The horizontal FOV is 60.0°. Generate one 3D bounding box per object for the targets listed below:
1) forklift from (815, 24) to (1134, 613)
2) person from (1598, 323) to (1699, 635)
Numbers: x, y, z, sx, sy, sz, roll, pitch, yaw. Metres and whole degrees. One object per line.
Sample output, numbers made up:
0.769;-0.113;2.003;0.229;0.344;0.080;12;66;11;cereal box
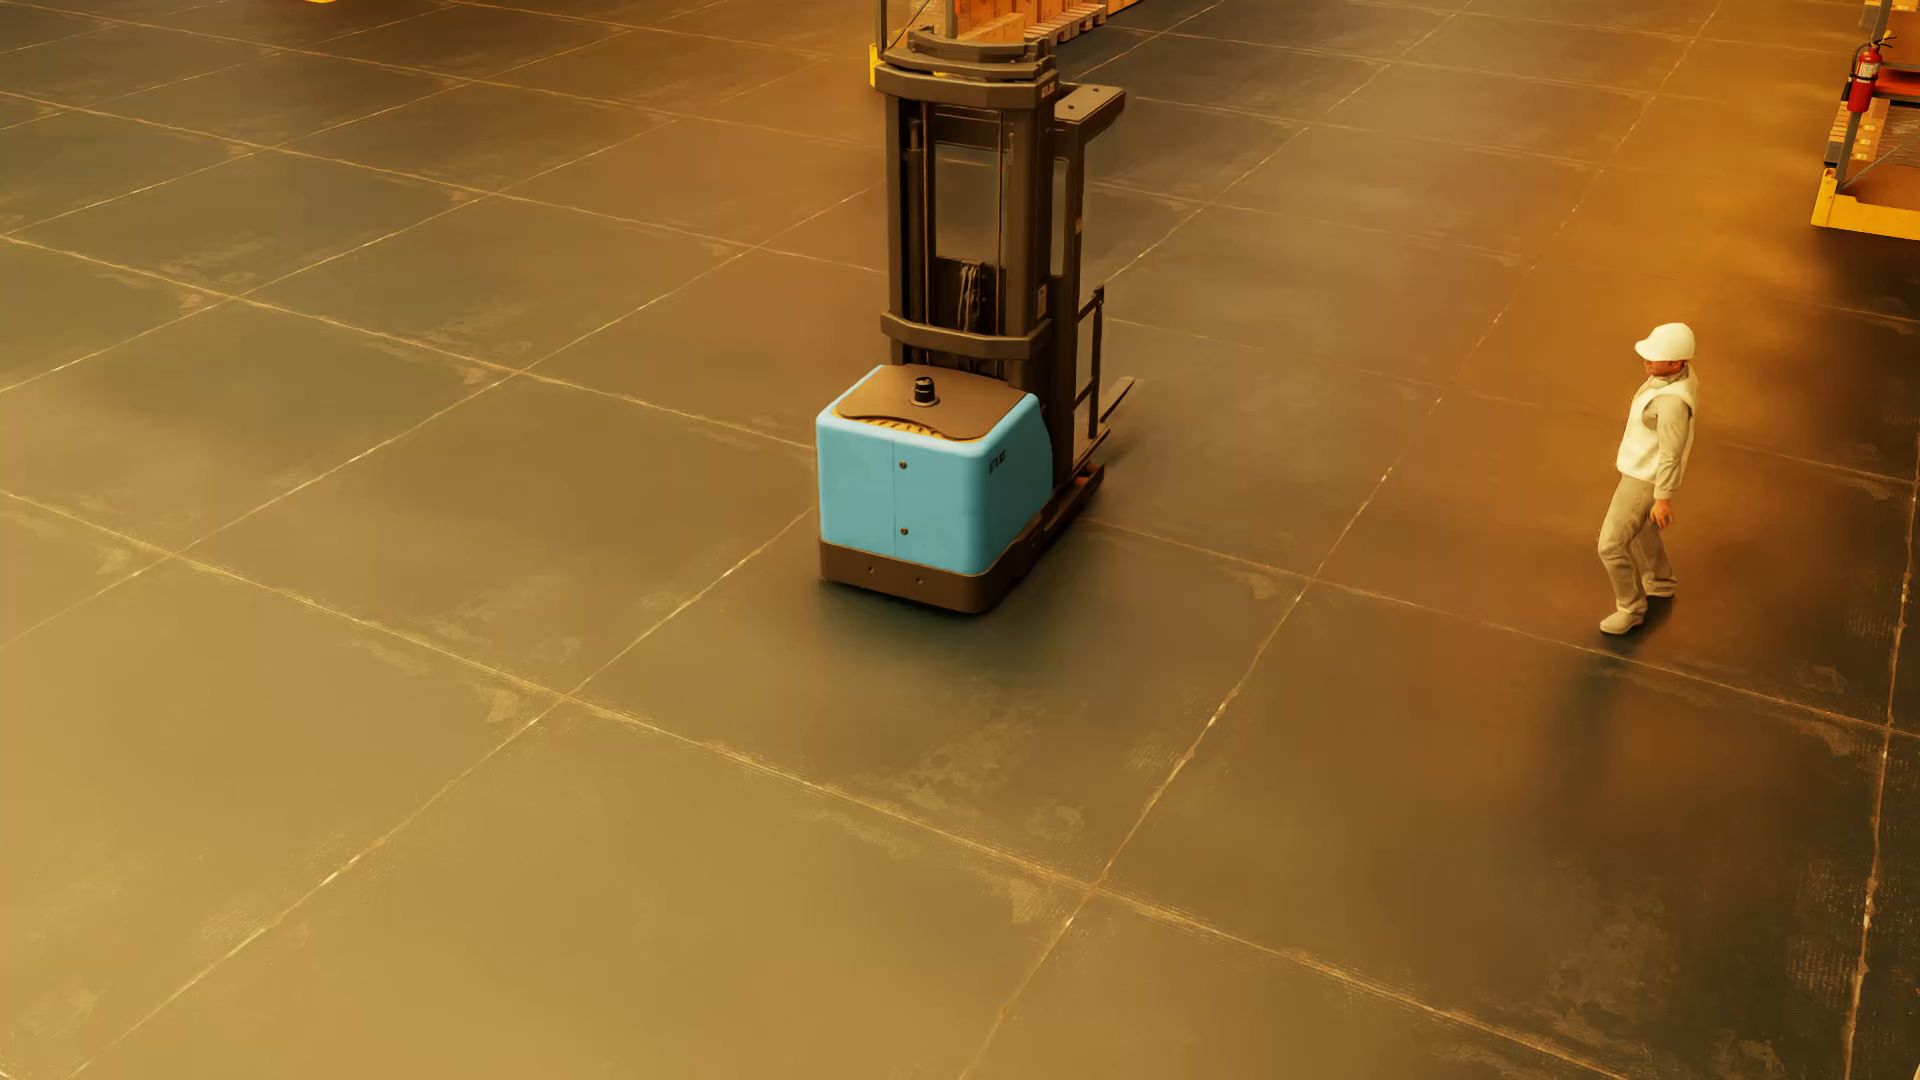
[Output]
0.269;-1.582;9.812;1.130;2.935;3.031;13;32;21;forklift
3.776;-0.382;9.002;0.480;1.752;0.871;13;33;22;person
